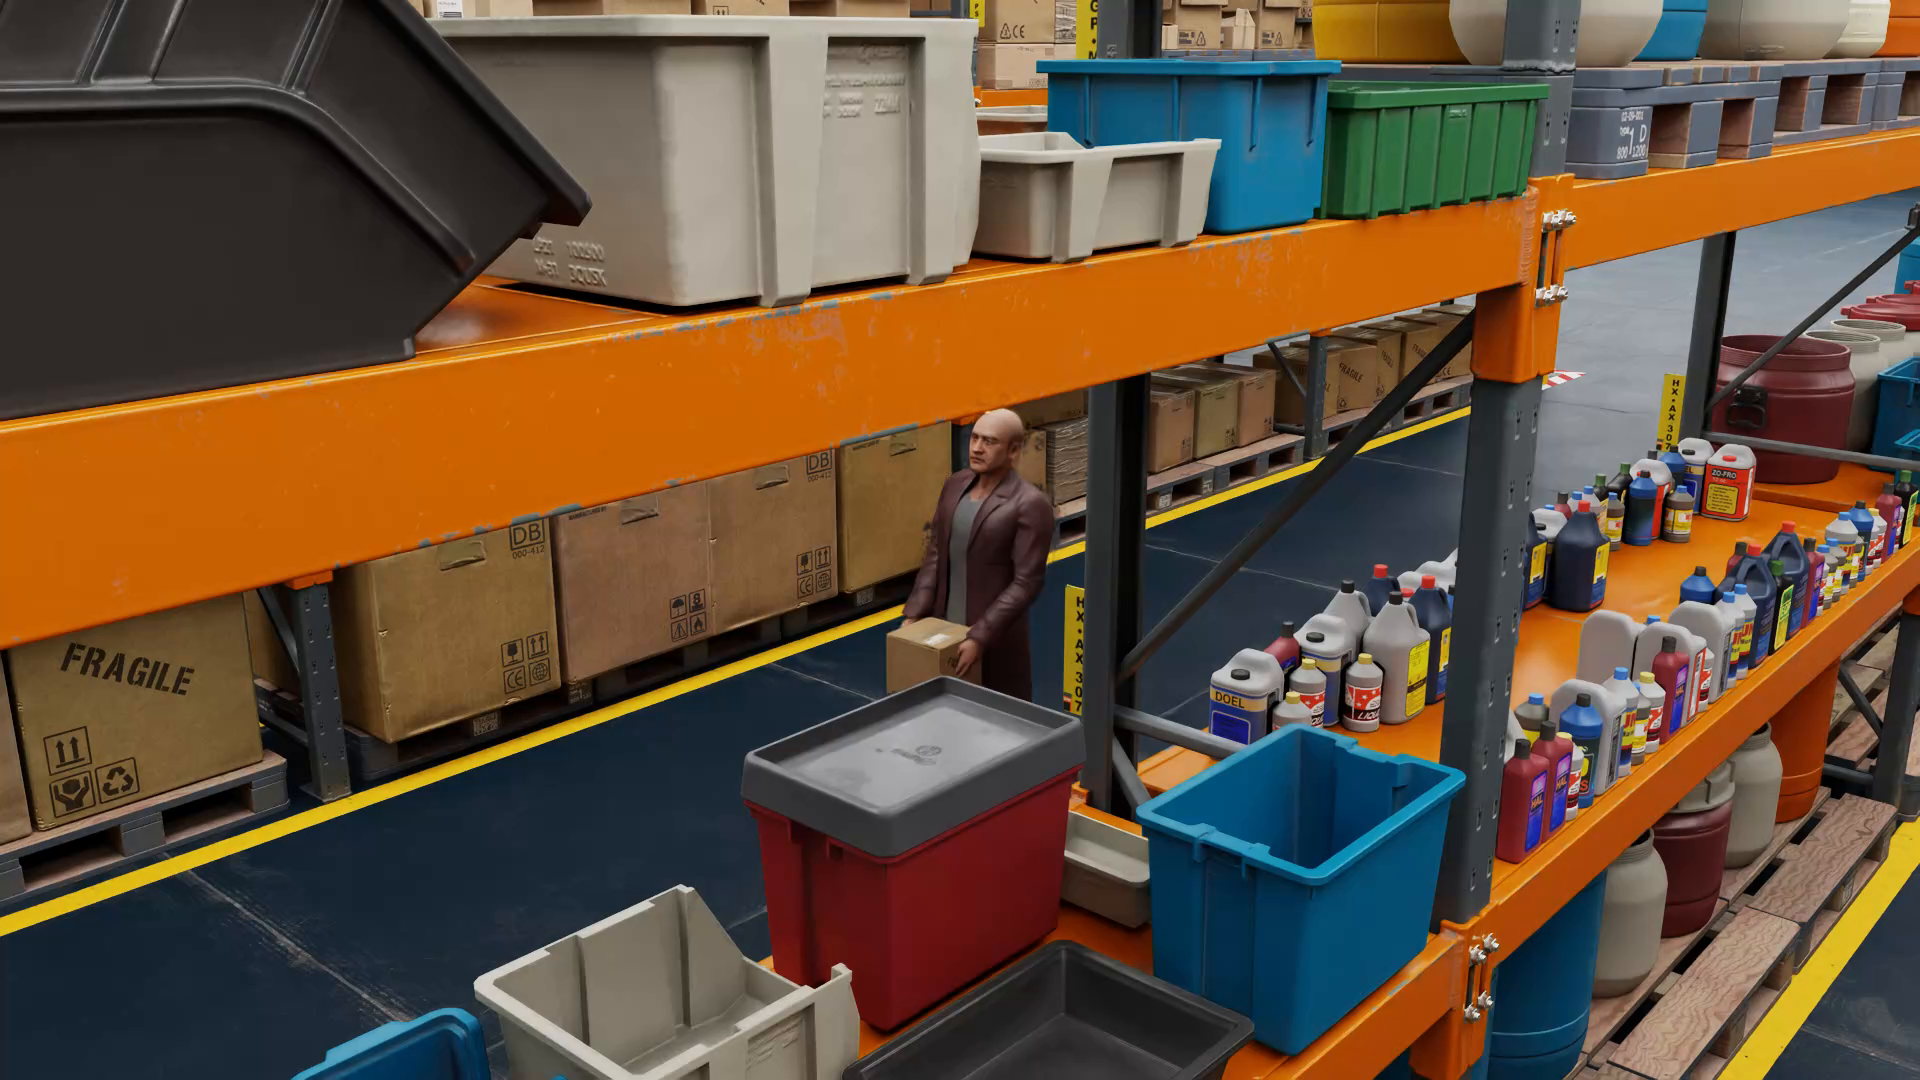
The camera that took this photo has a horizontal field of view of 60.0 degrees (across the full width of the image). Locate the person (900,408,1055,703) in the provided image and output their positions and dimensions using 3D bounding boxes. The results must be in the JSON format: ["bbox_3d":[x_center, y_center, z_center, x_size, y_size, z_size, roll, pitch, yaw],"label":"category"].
[{"bbox_3d":[0.022,0.404,6.190,0.571,1.779,0.547,15,22,41],"label":"person"}]
